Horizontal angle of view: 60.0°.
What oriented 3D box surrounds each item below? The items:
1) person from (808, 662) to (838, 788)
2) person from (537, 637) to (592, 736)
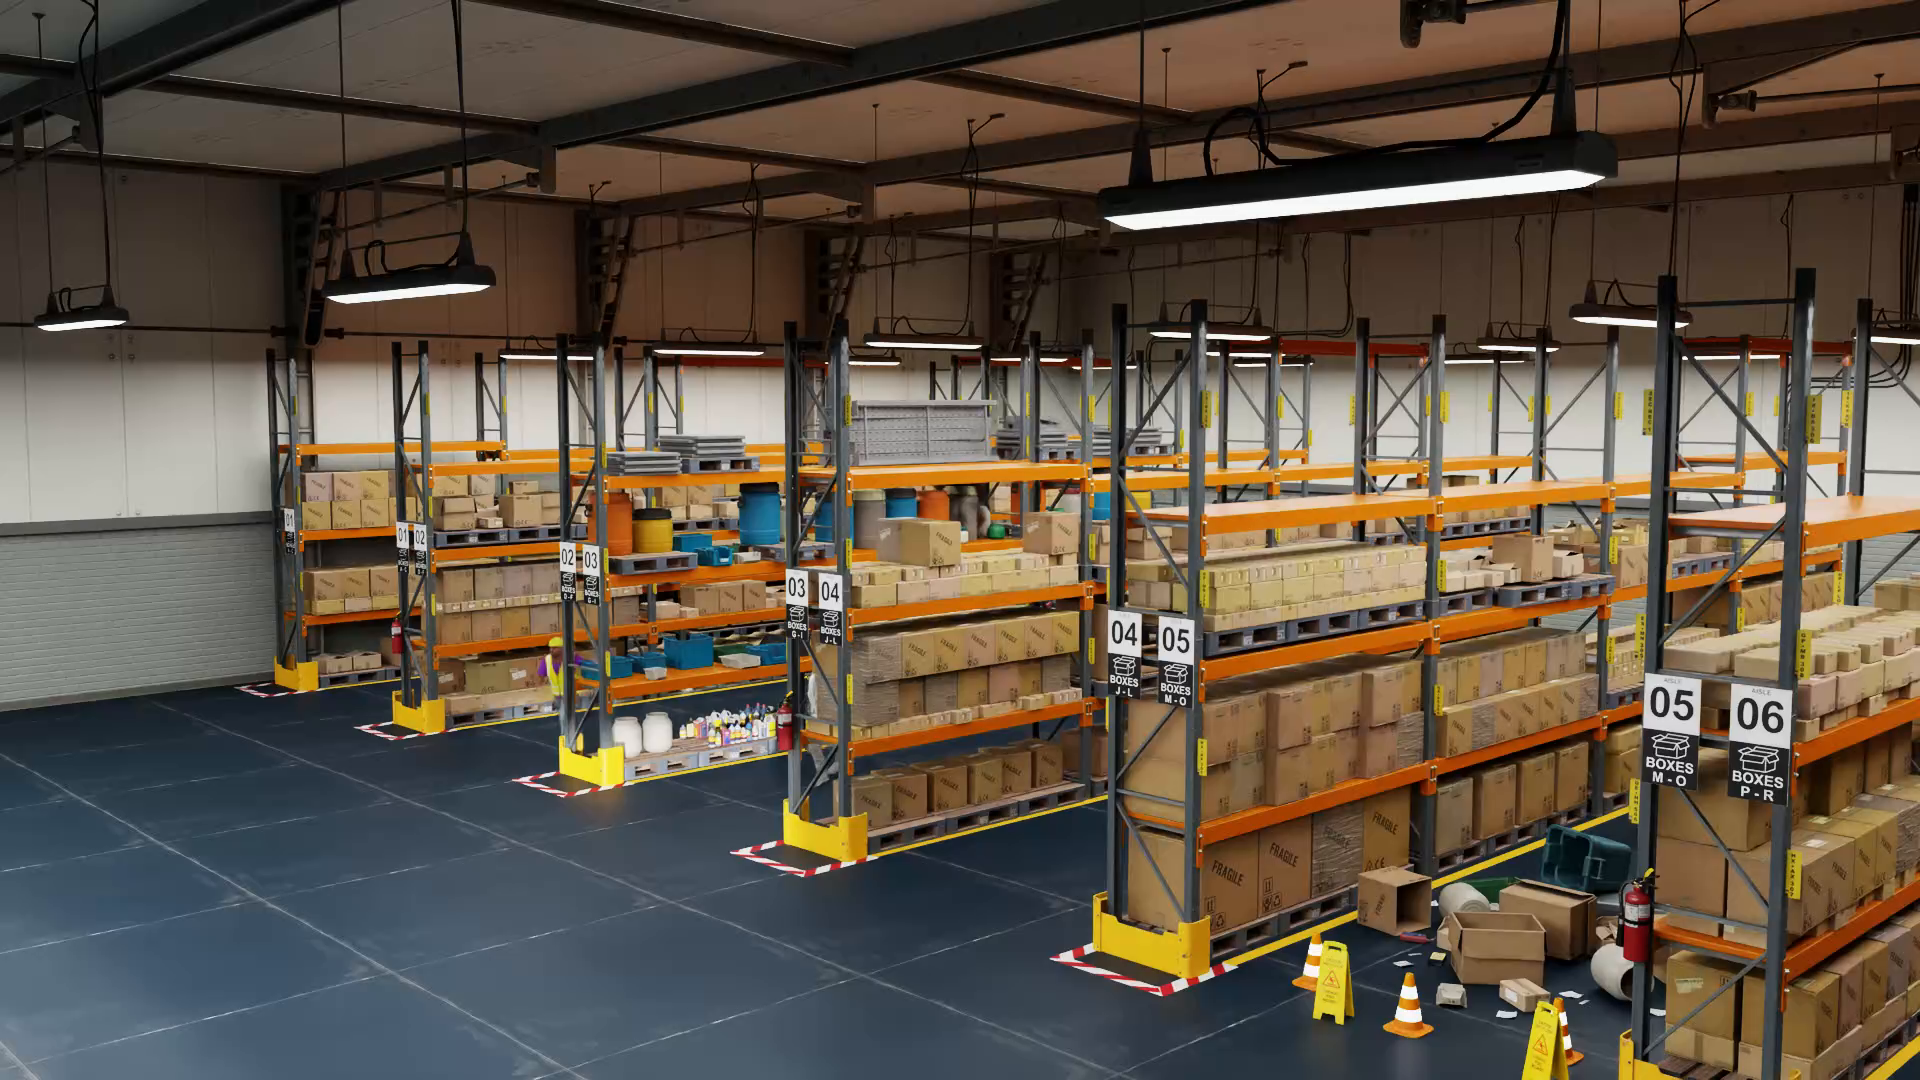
[{"bbox_3d":[-1.724,2.366,22.190,0.644,1.763,0.857,3,6,31],"label":"person"},{"bbox_3d":[-5.686,2.236,23.960,0.721,1.735,0.992,2,5,19],"label":"person"}]
